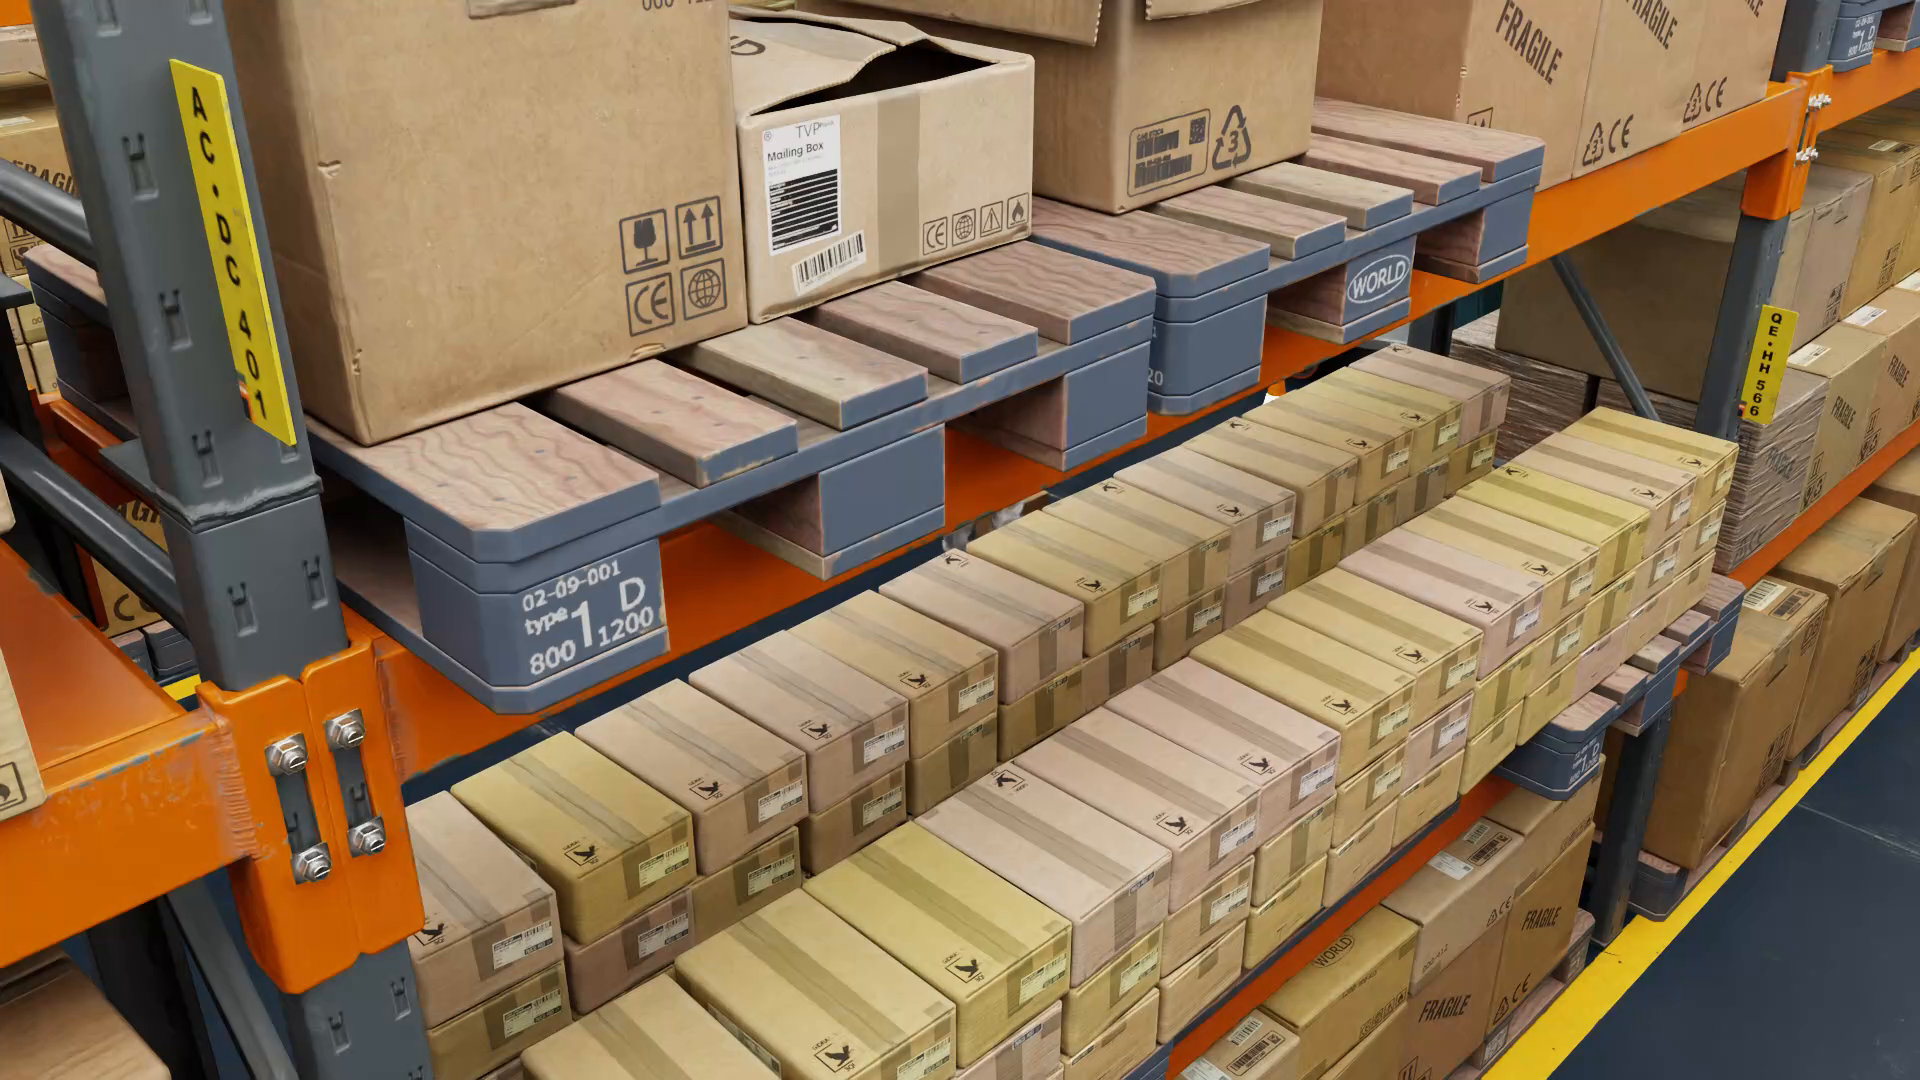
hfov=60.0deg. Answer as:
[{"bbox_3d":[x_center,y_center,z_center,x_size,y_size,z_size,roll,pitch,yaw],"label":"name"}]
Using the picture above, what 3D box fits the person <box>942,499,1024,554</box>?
[{"bbox_3d":[0.071,-0.598,7.239,0.570,1.820,0.474,3,28,5],"label":"person"}]
